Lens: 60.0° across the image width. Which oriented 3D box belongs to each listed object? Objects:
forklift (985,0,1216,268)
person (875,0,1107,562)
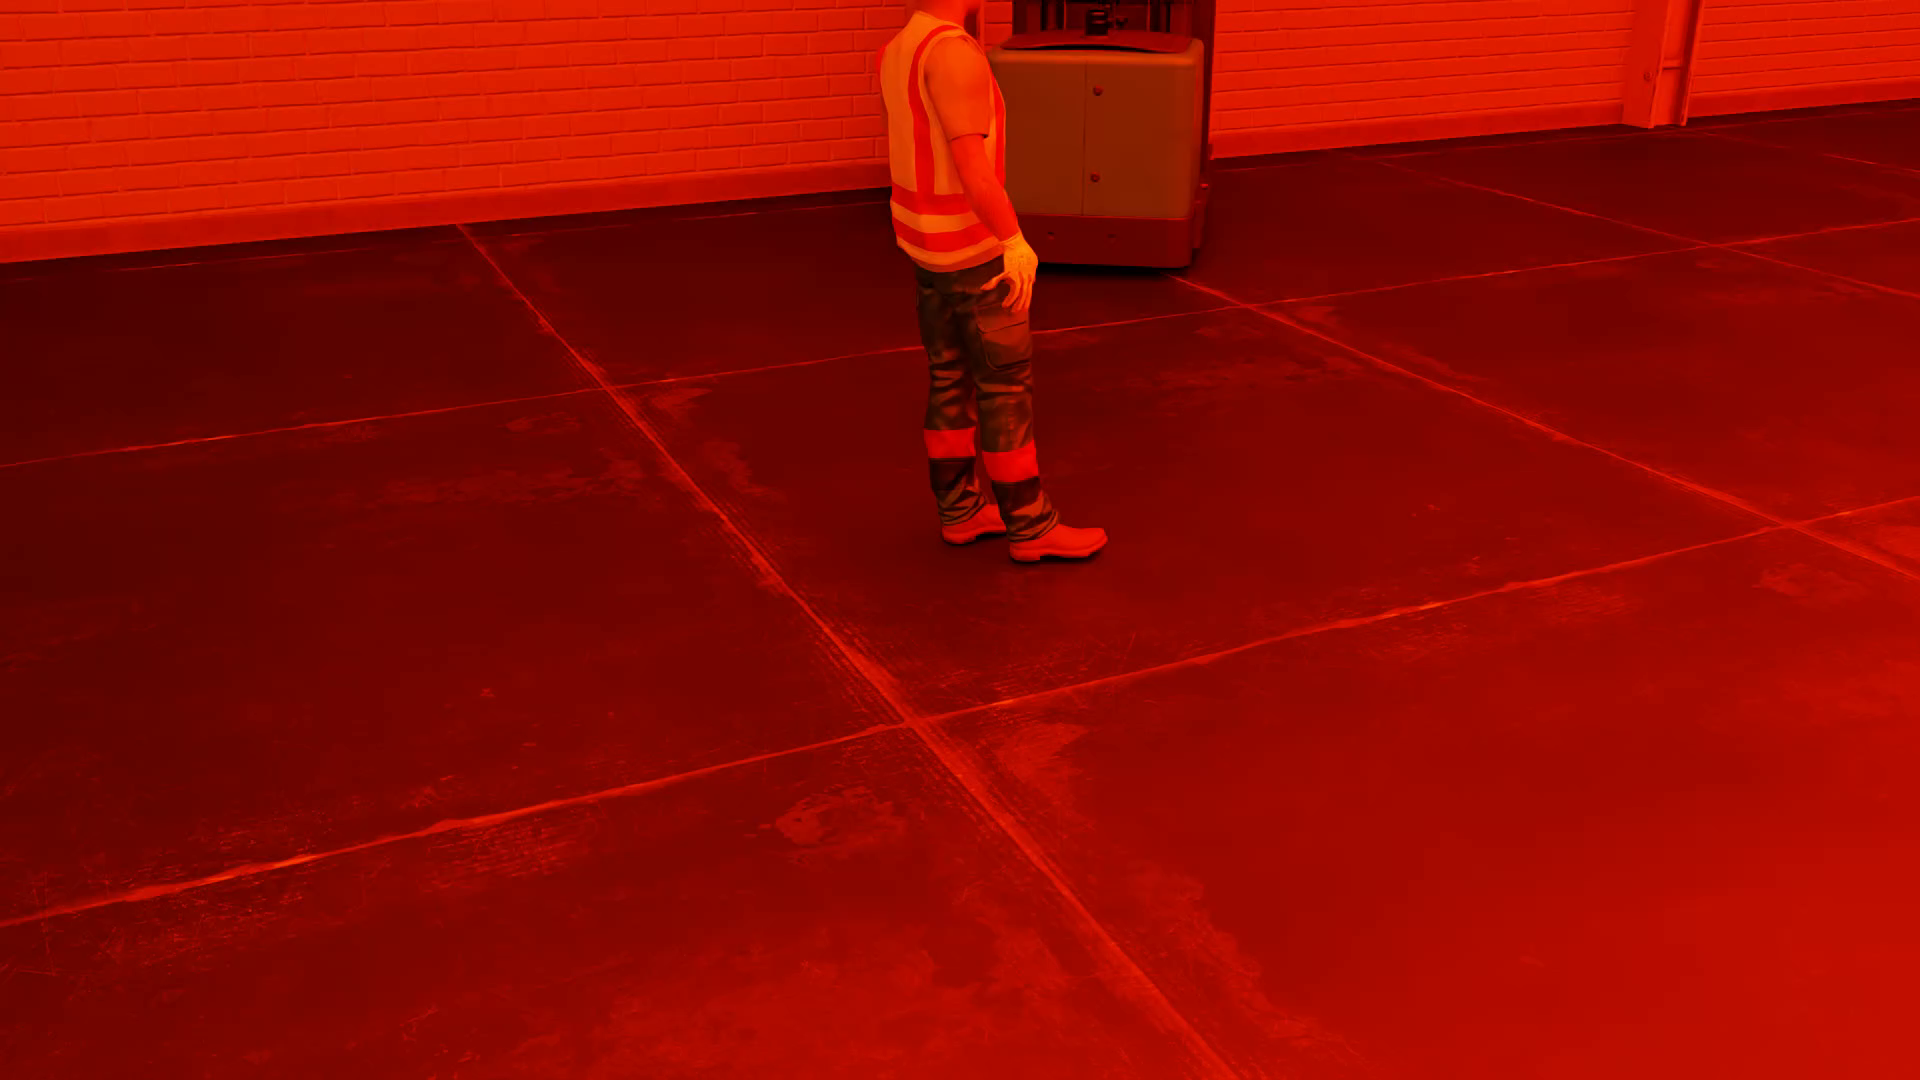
[{"bbox_3d":[0.870,-3.215,9.026,1.130,2.935,3.031,4,23,10],"label":"forklift"},{"bbox_3d":[0.078,-0.842,4.784,0.562,1.789,0.638,-10,25,-23],"label":"person"}]
